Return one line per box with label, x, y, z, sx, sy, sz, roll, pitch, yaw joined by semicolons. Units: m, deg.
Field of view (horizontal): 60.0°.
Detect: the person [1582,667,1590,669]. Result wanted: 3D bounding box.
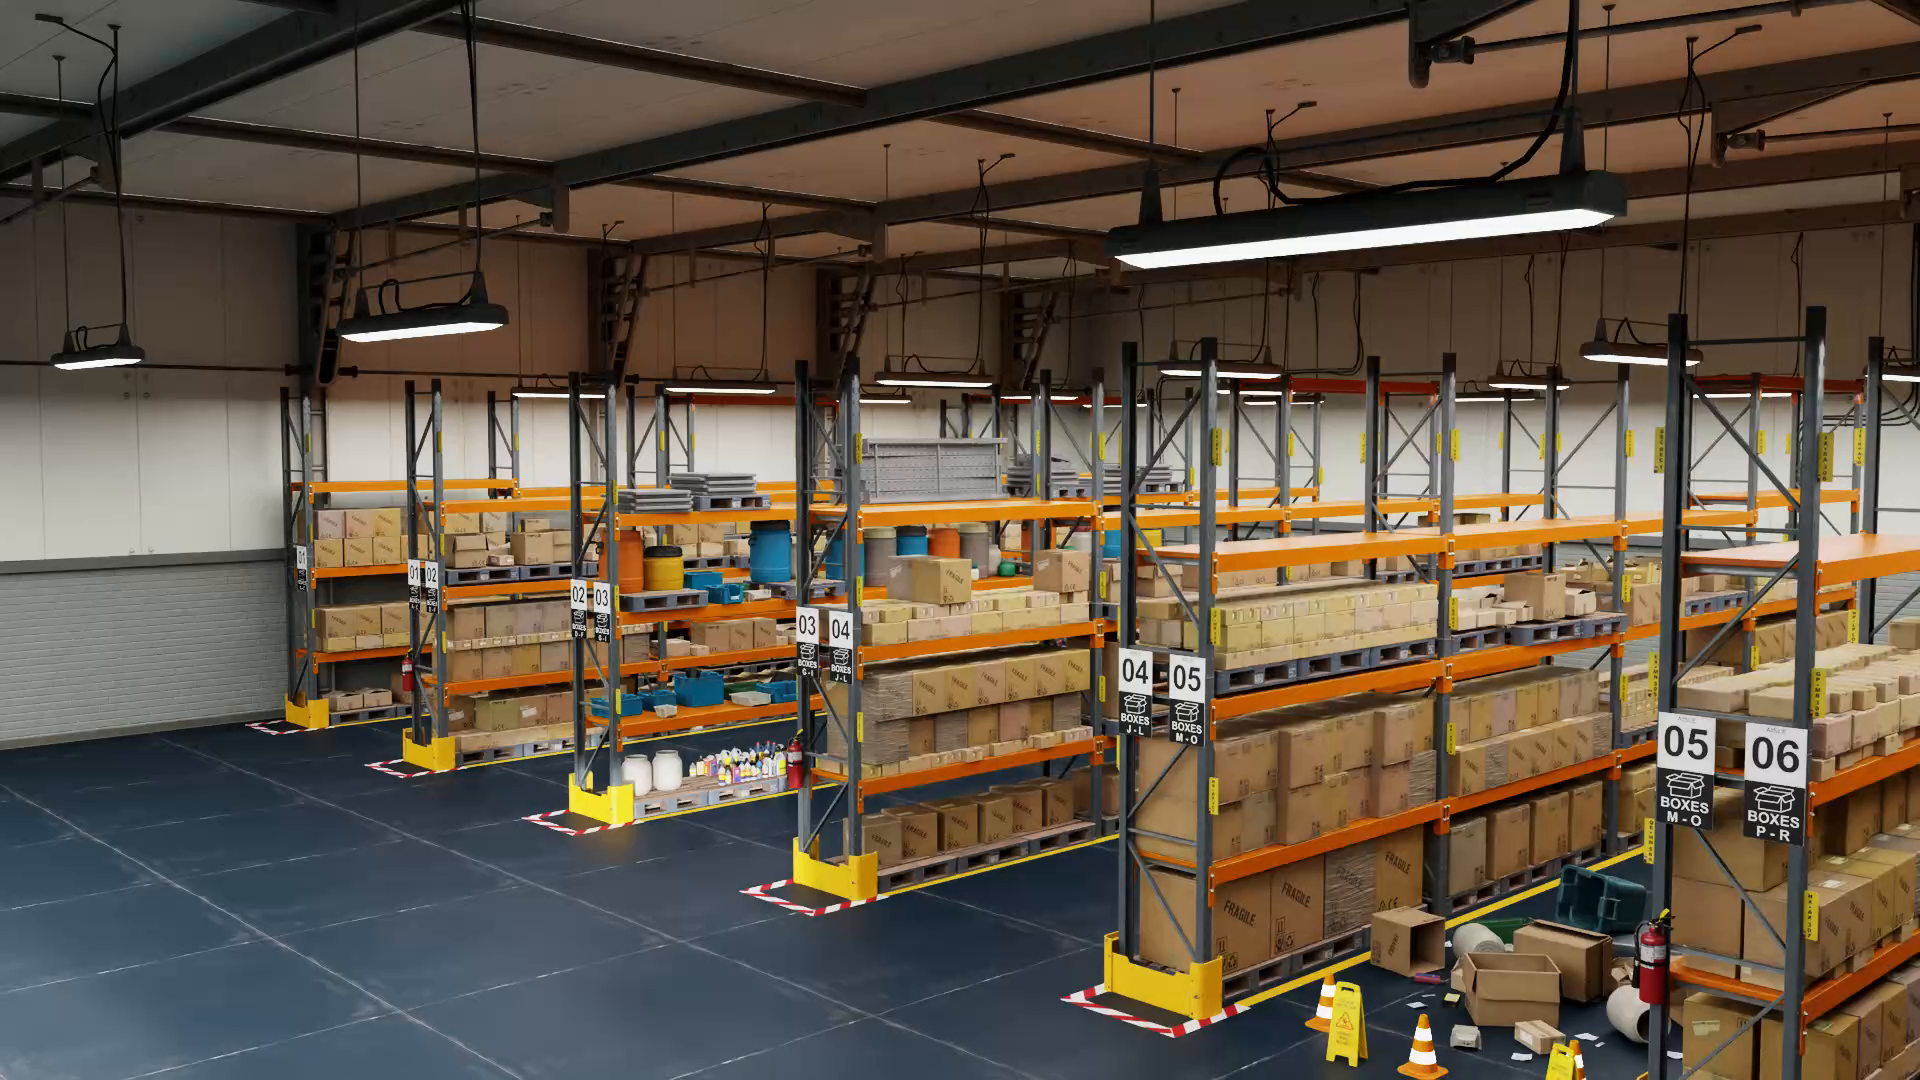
person;9.042;2.726;24.073;0.707;1.798;1.049;3;5;43
